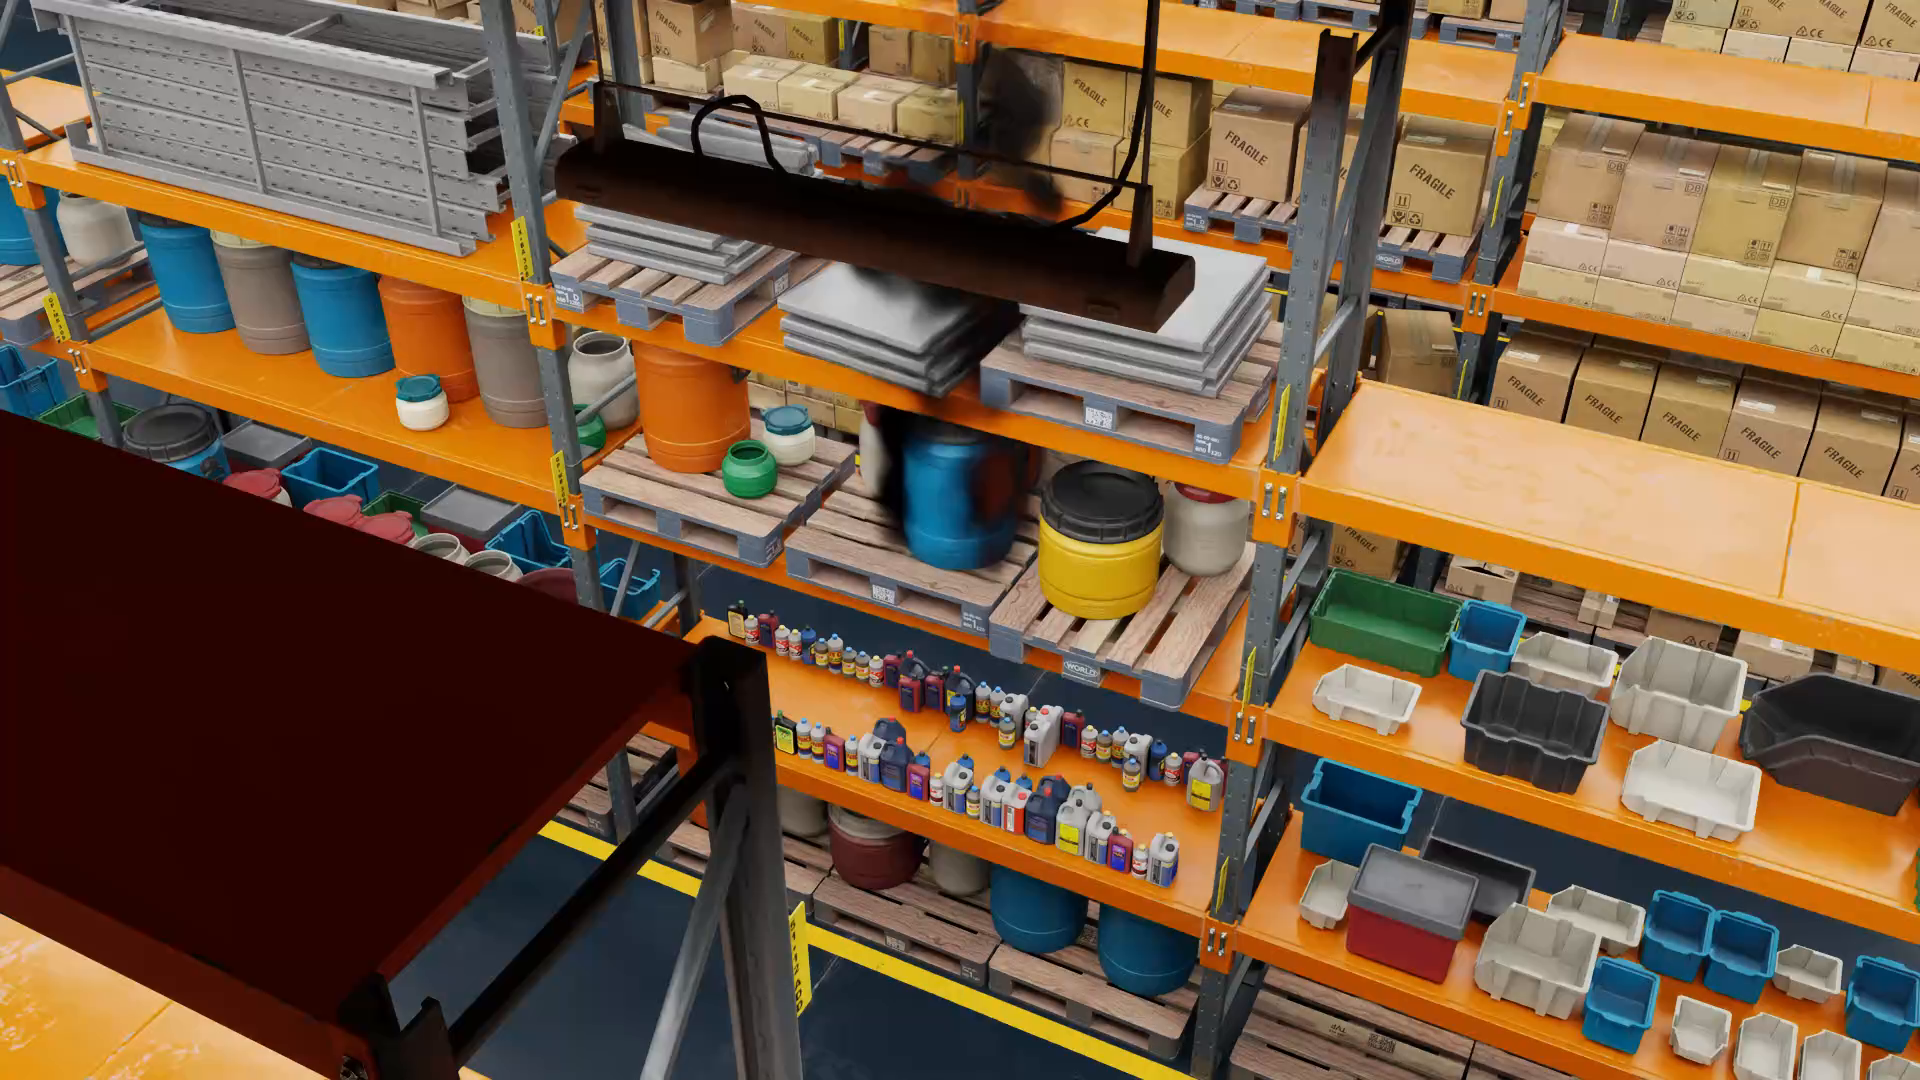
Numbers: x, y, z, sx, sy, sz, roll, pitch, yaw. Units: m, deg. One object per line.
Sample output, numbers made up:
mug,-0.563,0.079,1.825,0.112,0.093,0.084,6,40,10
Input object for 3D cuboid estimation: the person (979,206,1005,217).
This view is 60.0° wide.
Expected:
person,0.357,-2.423,15.781,0.855,1.833,0.608,16,38,22
